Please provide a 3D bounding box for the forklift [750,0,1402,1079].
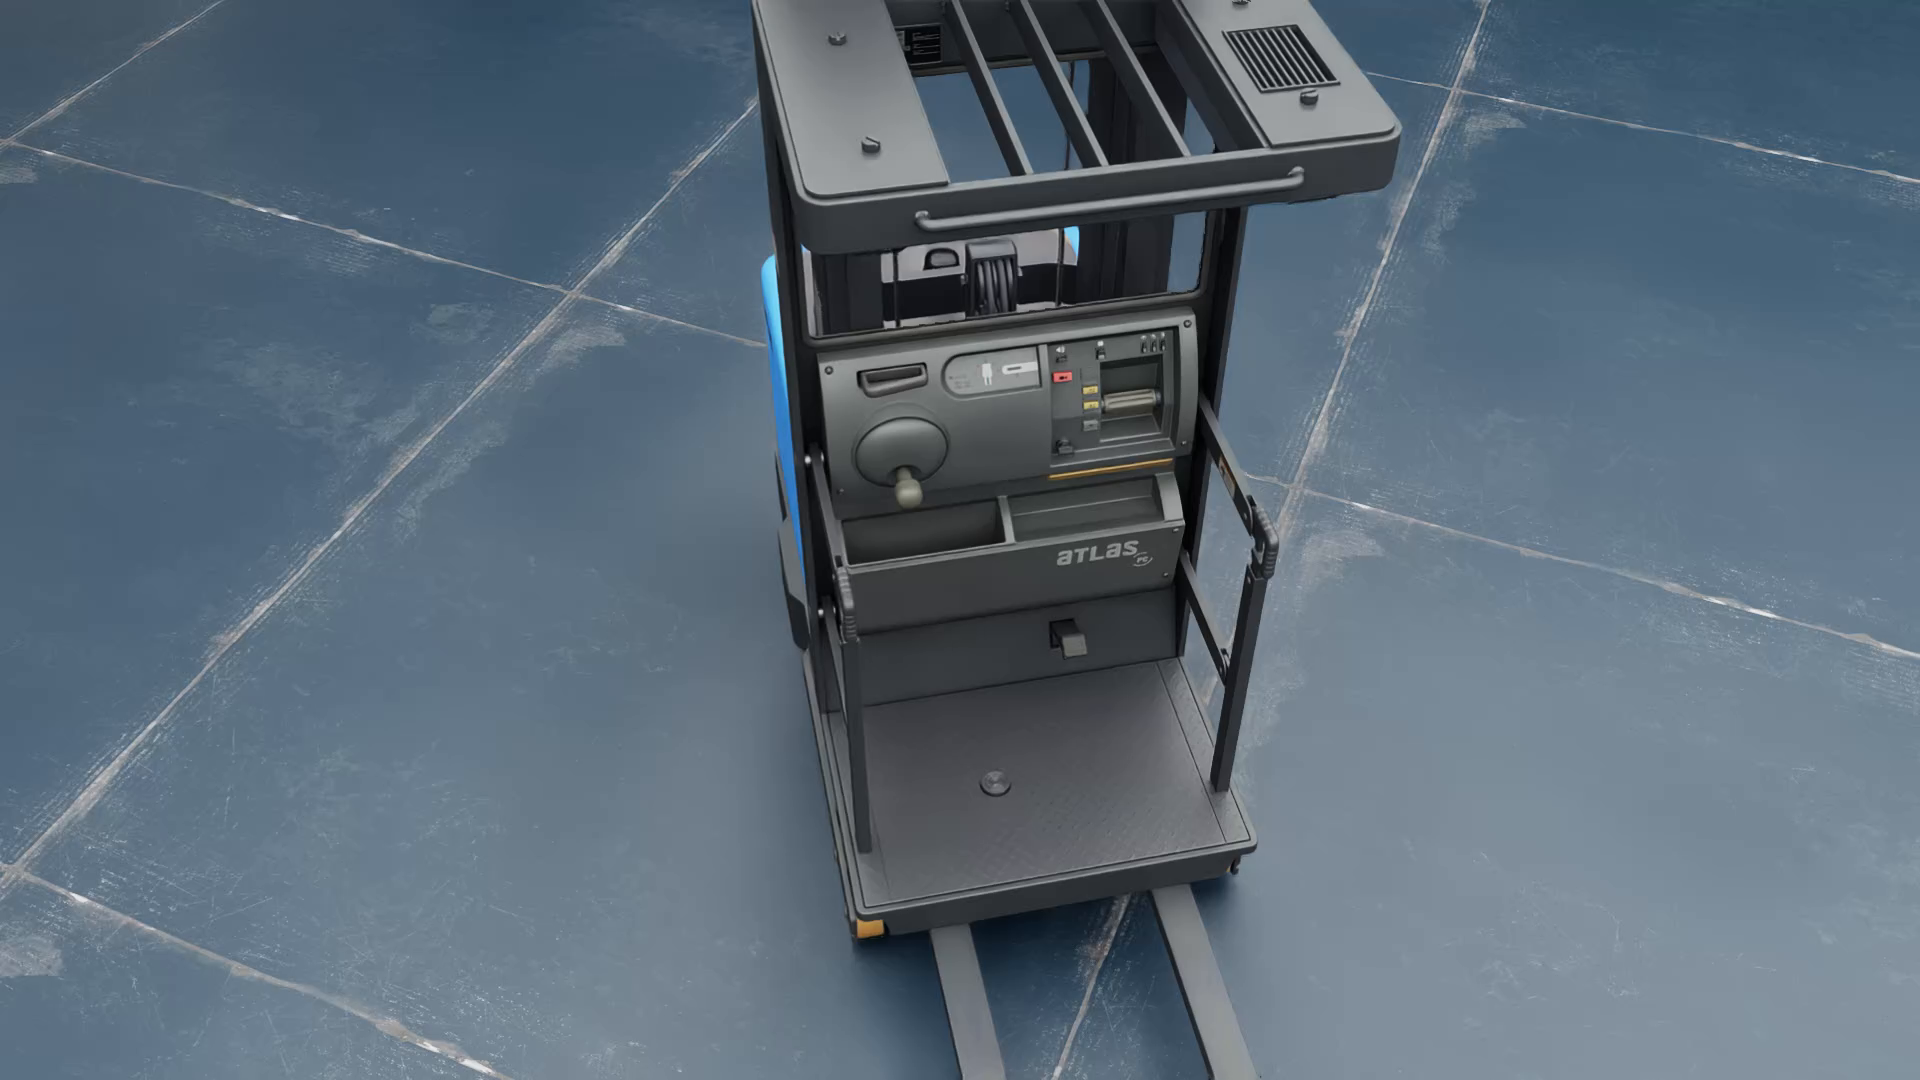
[{"bbox_3d":[0.173,-0.226,3.900,1.130,2.935,3.031,-8,45,-8],"label":"forklift"}]
